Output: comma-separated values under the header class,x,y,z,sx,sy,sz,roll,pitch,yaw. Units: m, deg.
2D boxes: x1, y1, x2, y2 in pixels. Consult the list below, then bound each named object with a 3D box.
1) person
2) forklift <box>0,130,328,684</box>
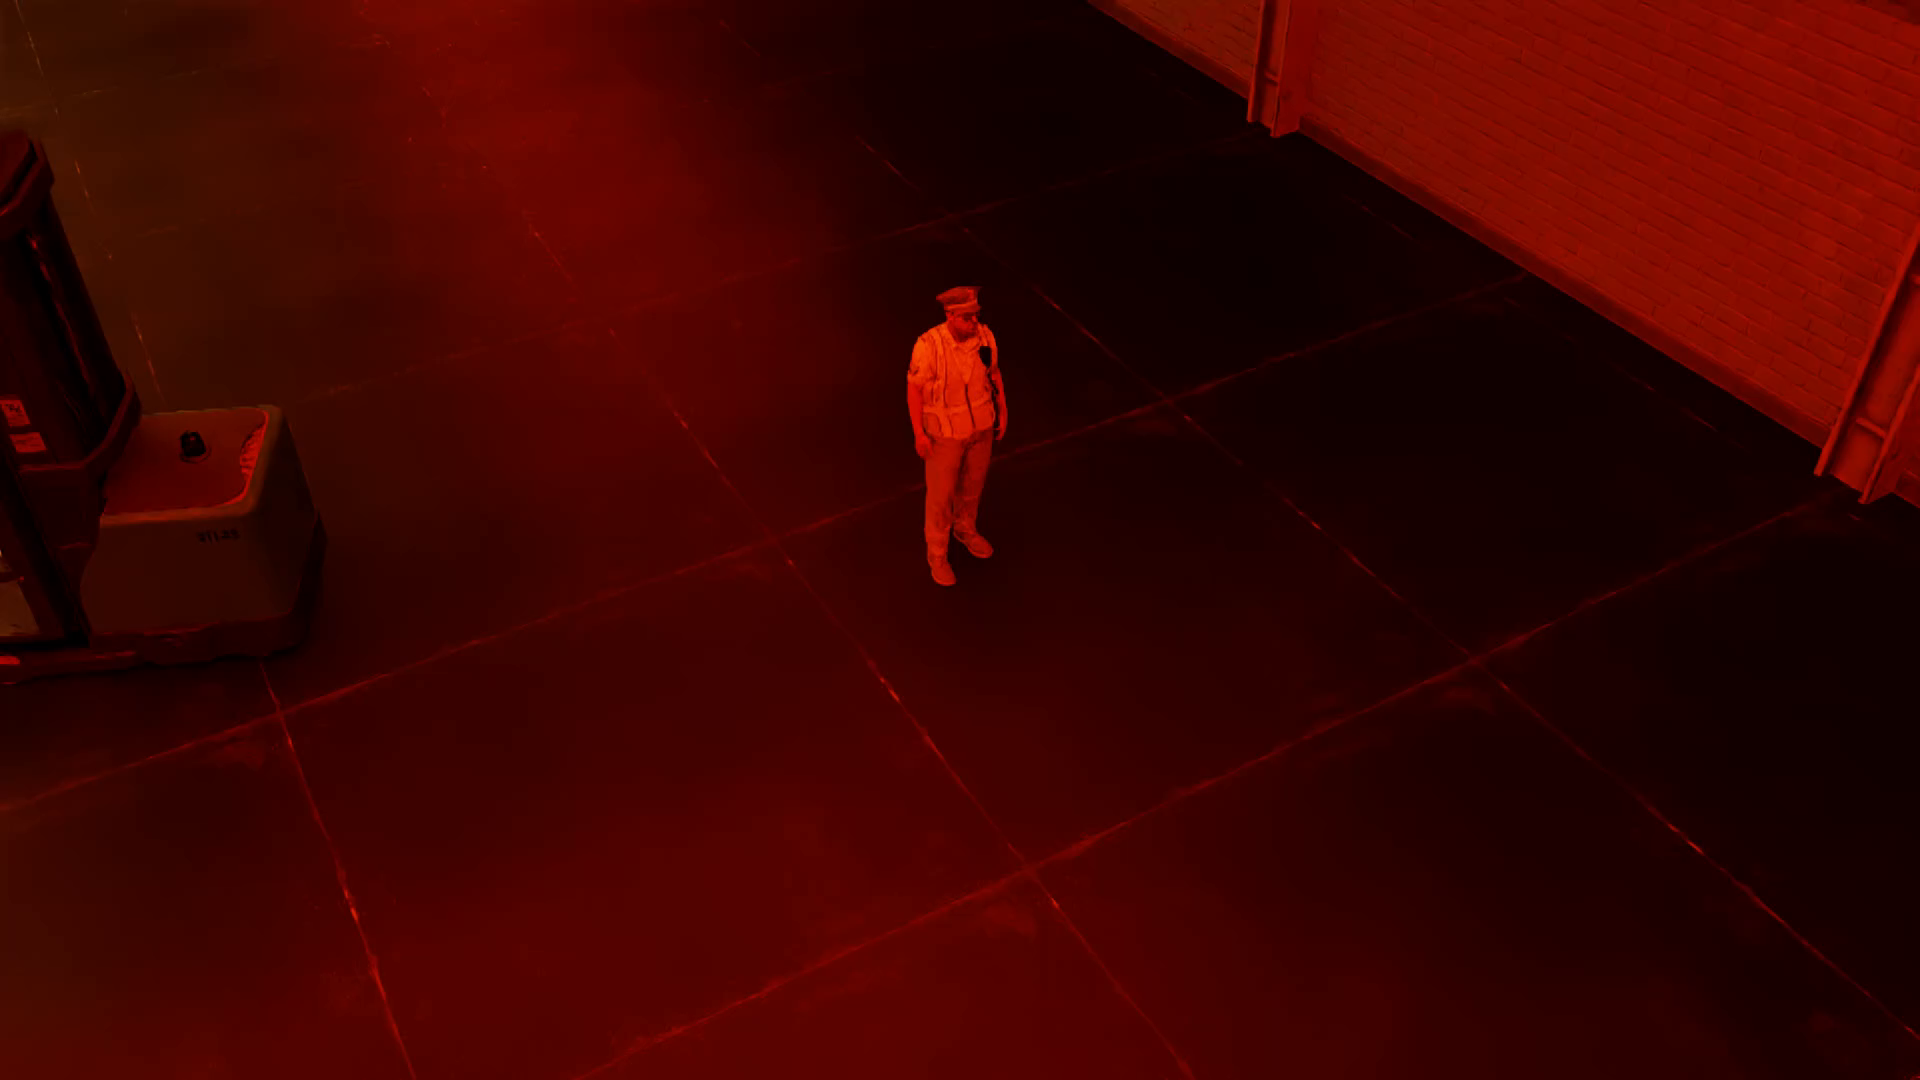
class,x,y,z,sx,sy,sz,roll,pitch,yaw
person,0.029,-0.645,9.702,0.640,1.781,0.574,-20,44,-23
forklift,-5.323,-0.661,8.833,3.031,2.935,1.130,-5,40,-6
